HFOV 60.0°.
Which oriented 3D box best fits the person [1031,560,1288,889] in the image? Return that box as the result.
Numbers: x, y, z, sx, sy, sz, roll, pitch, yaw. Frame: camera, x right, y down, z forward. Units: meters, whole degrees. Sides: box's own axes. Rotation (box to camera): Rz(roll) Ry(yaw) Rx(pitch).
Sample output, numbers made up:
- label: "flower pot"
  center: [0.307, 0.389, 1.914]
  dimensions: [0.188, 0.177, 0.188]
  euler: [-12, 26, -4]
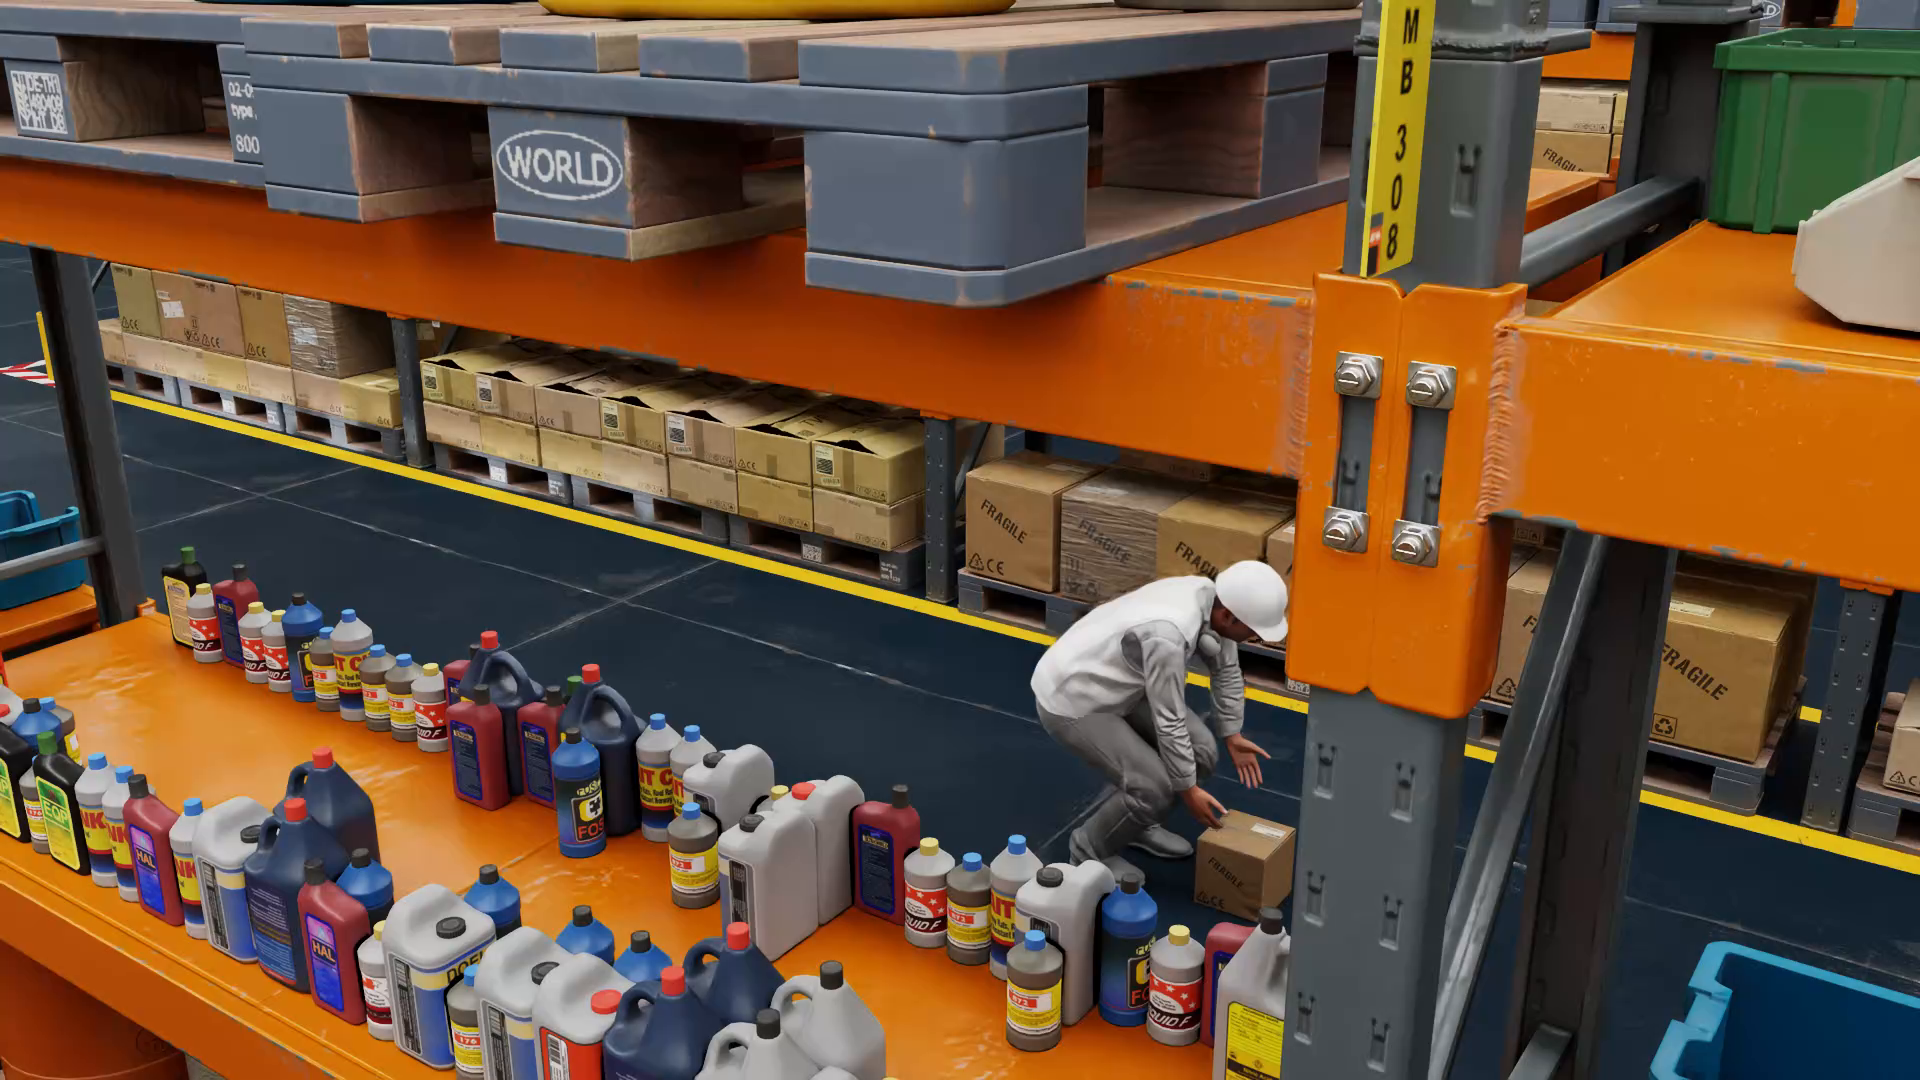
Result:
- label: "person"
  center: [0.690, 0.584, 5.739]
  dimensions: [0.851, 1.211, 0.573]
  euler: [13, 23, 32]
